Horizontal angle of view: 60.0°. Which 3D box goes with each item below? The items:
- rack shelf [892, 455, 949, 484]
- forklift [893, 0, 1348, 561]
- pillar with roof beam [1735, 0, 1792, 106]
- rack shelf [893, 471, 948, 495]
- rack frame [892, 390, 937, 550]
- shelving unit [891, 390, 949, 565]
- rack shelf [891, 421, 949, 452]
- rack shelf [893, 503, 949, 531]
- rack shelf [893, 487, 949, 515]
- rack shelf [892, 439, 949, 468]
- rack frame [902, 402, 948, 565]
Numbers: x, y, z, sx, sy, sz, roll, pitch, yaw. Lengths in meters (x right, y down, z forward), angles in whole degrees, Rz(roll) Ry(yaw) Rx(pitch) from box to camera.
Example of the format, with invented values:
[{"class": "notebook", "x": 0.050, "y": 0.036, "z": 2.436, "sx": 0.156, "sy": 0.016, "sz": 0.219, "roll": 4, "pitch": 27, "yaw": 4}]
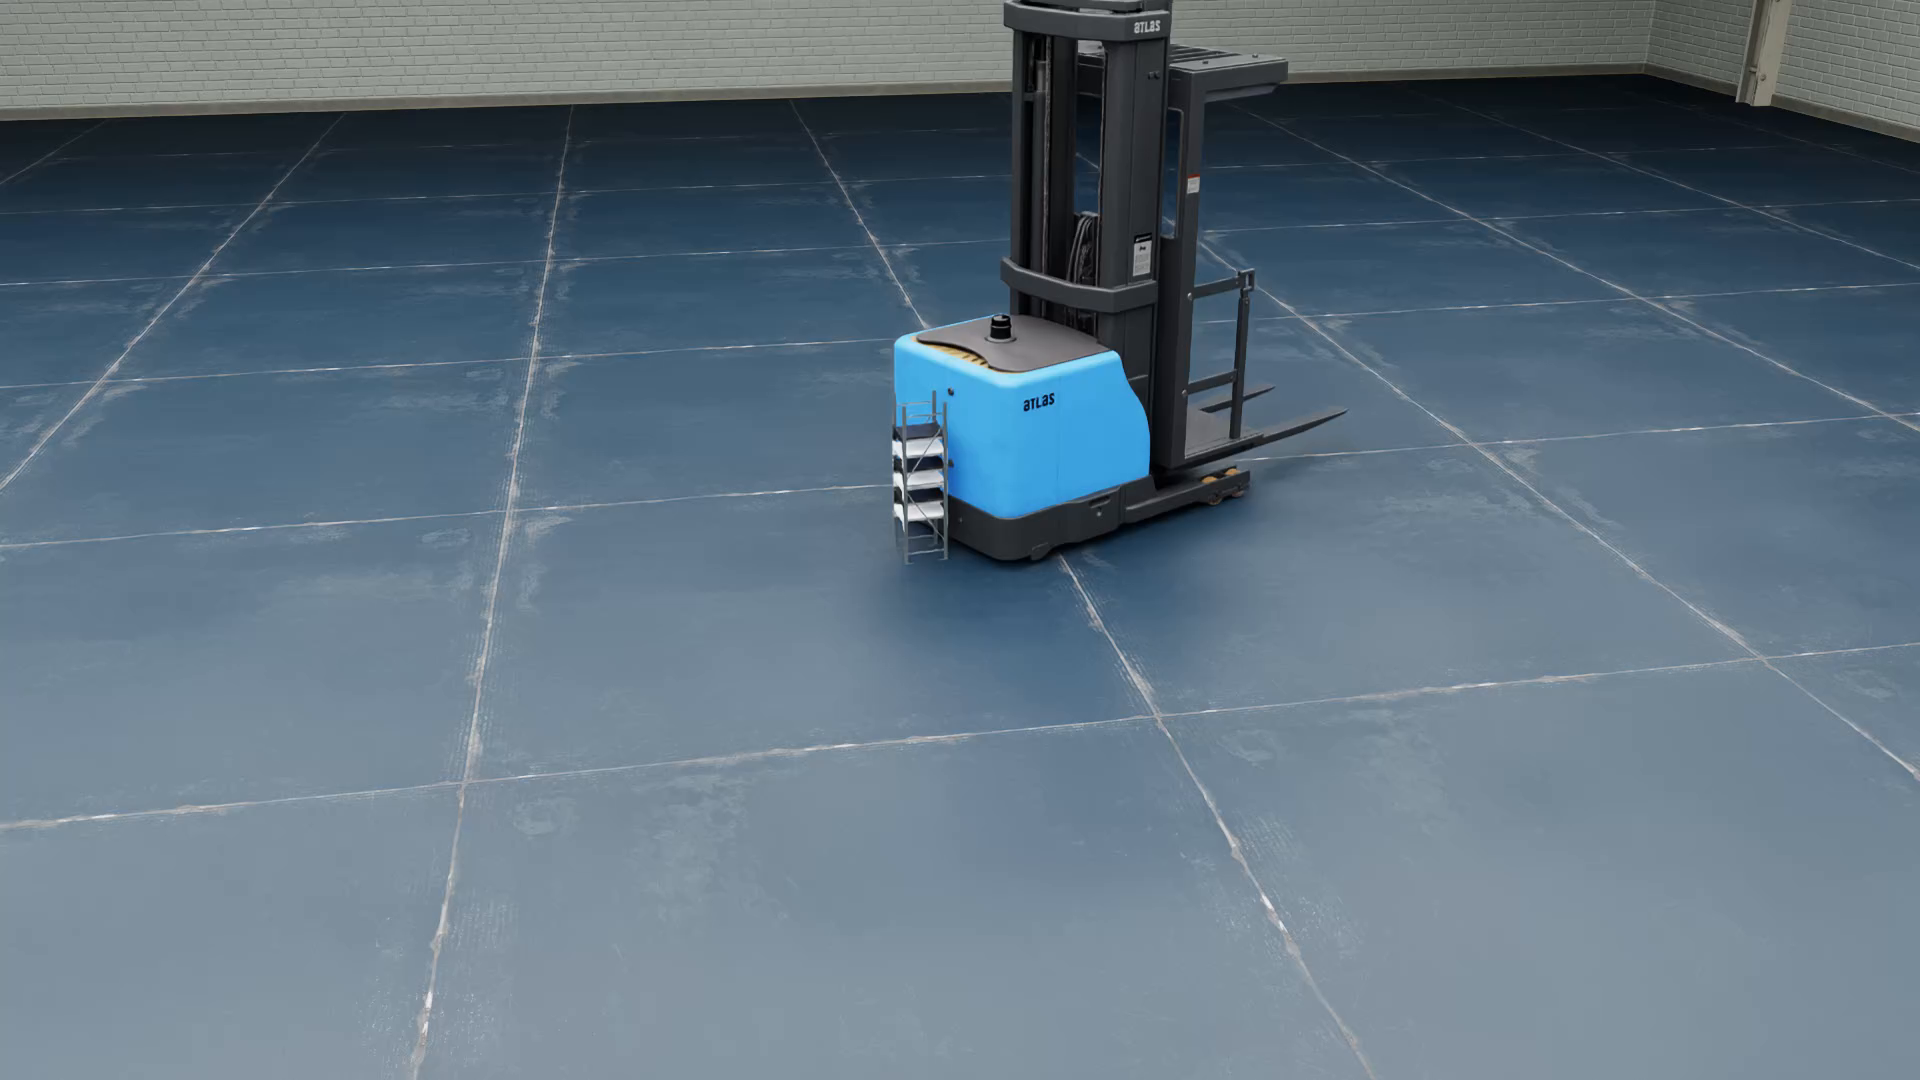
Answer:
[{"class": "rack shelf", "x": -0.212, "y": -0.383, "z": 8.861, "sx": 0.258, "sy": 0.077, "sz": 0.200, "roll": -7, "pitch": 24, "yaw": -15}, {"class": "forklift", "x": 1.088, "y": -1.694, "z": 9.467, "sx": 3.031, "sy": 2.935, "sz": 1.130, "roll": -18, "pitch": 29, "yaw": -35}, {"class": "pillar with roof beam", "x": 6.835, "y": -9.892, "z": 20.655, "sx": 9.100, "sy": 9.000, "sz": 0.400, "roll": -4, "pitch": 24, "yaw": -10}, {"class": "rack shelf", "x": -0.212, "y": -0.301, "z": 8.897, "sx": 0.258, "sy": 0.077, "sz": 0.200, "roll": -7, "pitch": 24, "yaw": -15}, {"class": "rack frame", "x": -0.241, "y": -0.370, "z": 8.973, "sx": 0.240, "sy": 0.900, "sz": 0.006, "roll": -7, "pitch": 24, "yaw": -15}, {"class": "shelving unit", "x": -0.212, "y": -0.331, "z": 8.884, "sx": 0.258, "sy": 0.900, "sz": 0.210, "roll": -7, "pitch": 24, "yaw": -15}, {"class": "rack shelf", "x": -0.212, "y": -0.548, "z": 8.789, "sx": 0.258, "sy": 0.077, "sz": 0.200, "roll": -7, "pitch": 24, "yaw": -15}, {"class": "rack shelf", "x": -0.212, "y": -0.136, "z": 8.969, "sx": 0.258, "sy": 0.077, "sz": 0.200, "roll": -7, "pitch": 24, "yaw": -15}, {"class": "rack shelf", "x": -0.212, "y": -0.218, "z": 8.933, "sx": 0.258, "sy": 0.077, "sz": 0.200, "roll": -7, "pitch": 24, "yaw": -15}, {"class": "rack shelf", "x": -0.212, "y": -0.466, "z": 8.825, "sx": 0.258, "sy": 0.077, "sz": 0.200, "roll": -7, "pitch": 24, "yaw": -15}, {"class": "rack frame", "x": -0.184, "y": -0.292, "z": 8.795, "sx": 0.240, "sy": 0.900, "sz": 0.006, "roll": -7, "pitch": 24, "yaw": -15}]
